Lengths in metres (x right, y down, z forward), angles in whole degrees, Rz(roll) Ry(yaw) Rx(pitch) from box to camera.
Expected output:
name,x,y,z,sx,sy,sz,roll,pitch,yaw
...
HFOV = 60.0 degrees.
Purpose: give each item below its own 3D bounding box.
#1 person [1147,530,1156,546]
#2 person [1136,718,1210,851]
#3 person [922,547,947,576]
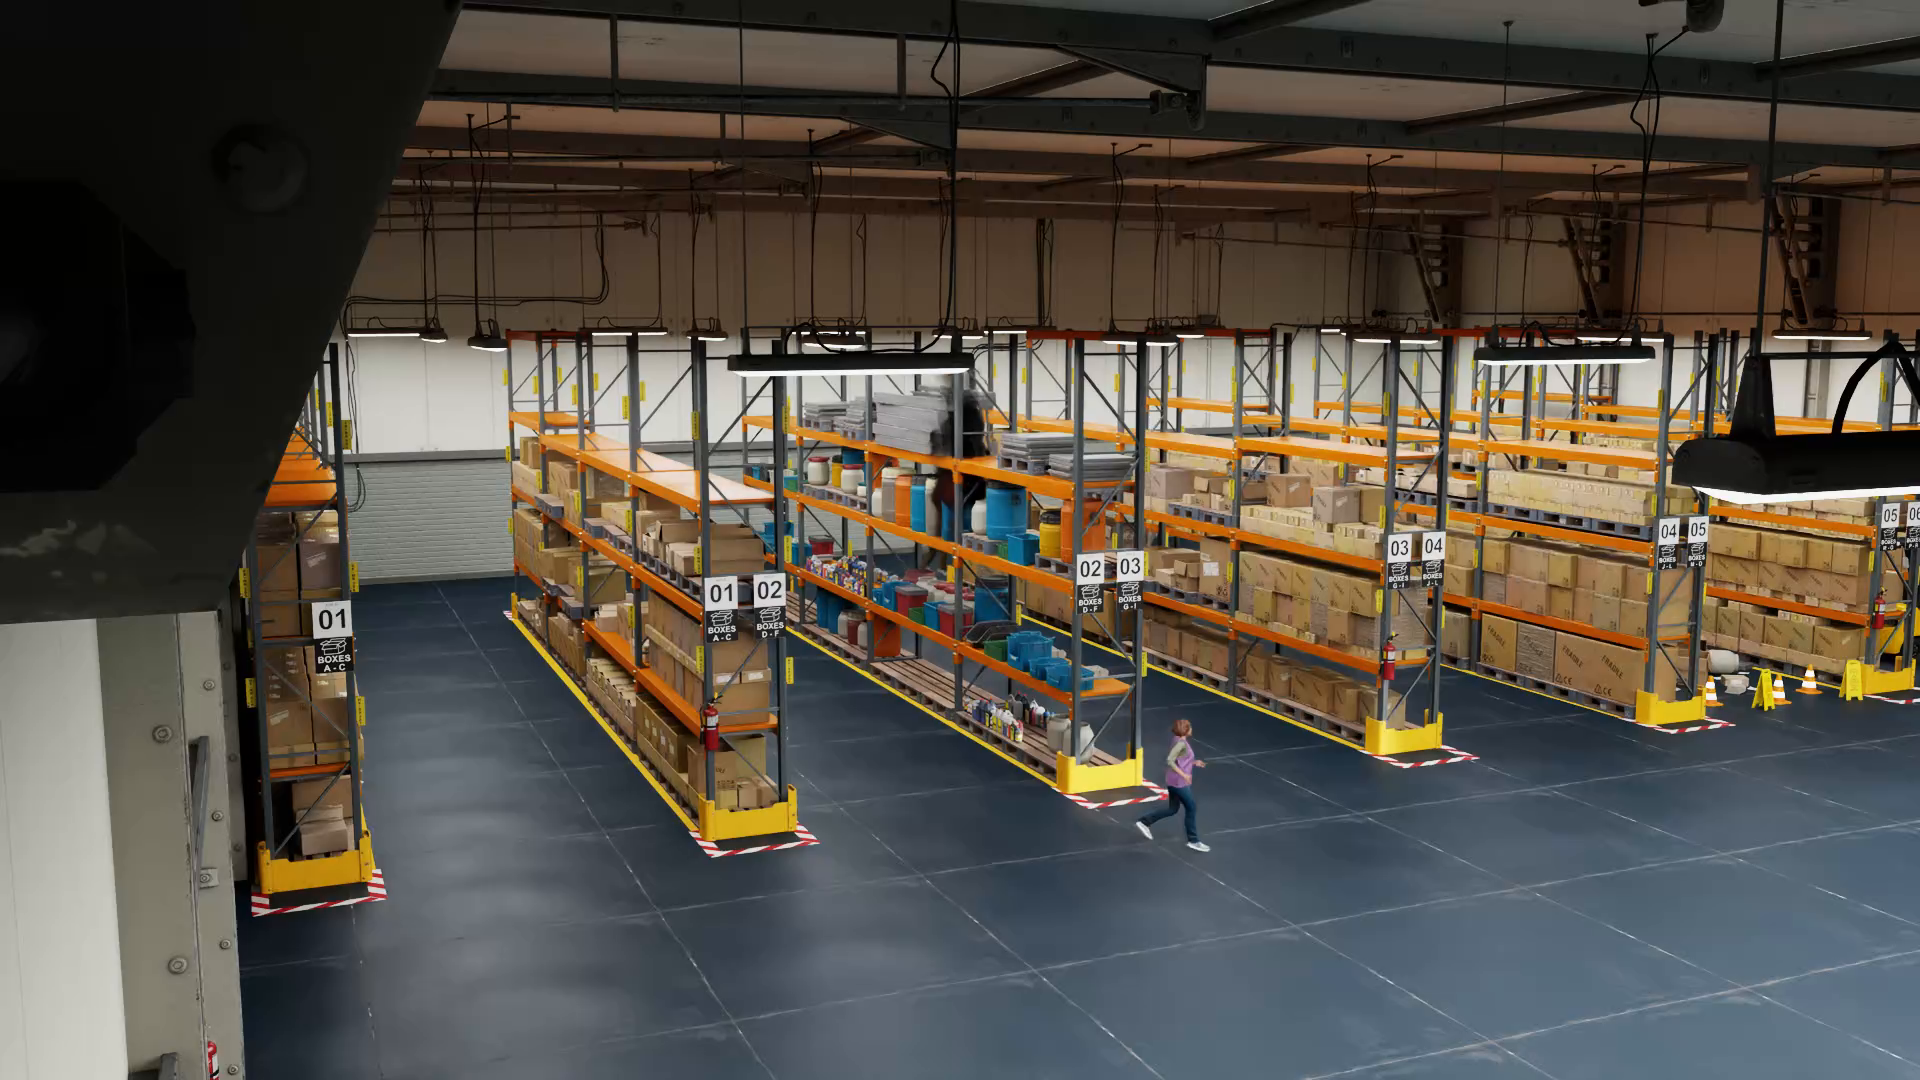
name,x,y,z,sx,sy,sz,roll,pitch,yaw
person,4.768,-0.211,41.973,0.679,1.683,0.658,-7,11,-43
person,2.529,2.889,19.608,0.873,1.599,0.544,0,8,-1
person,-0.575,-0.028,40.431,0.833,1.839,0.668,2,8,17
